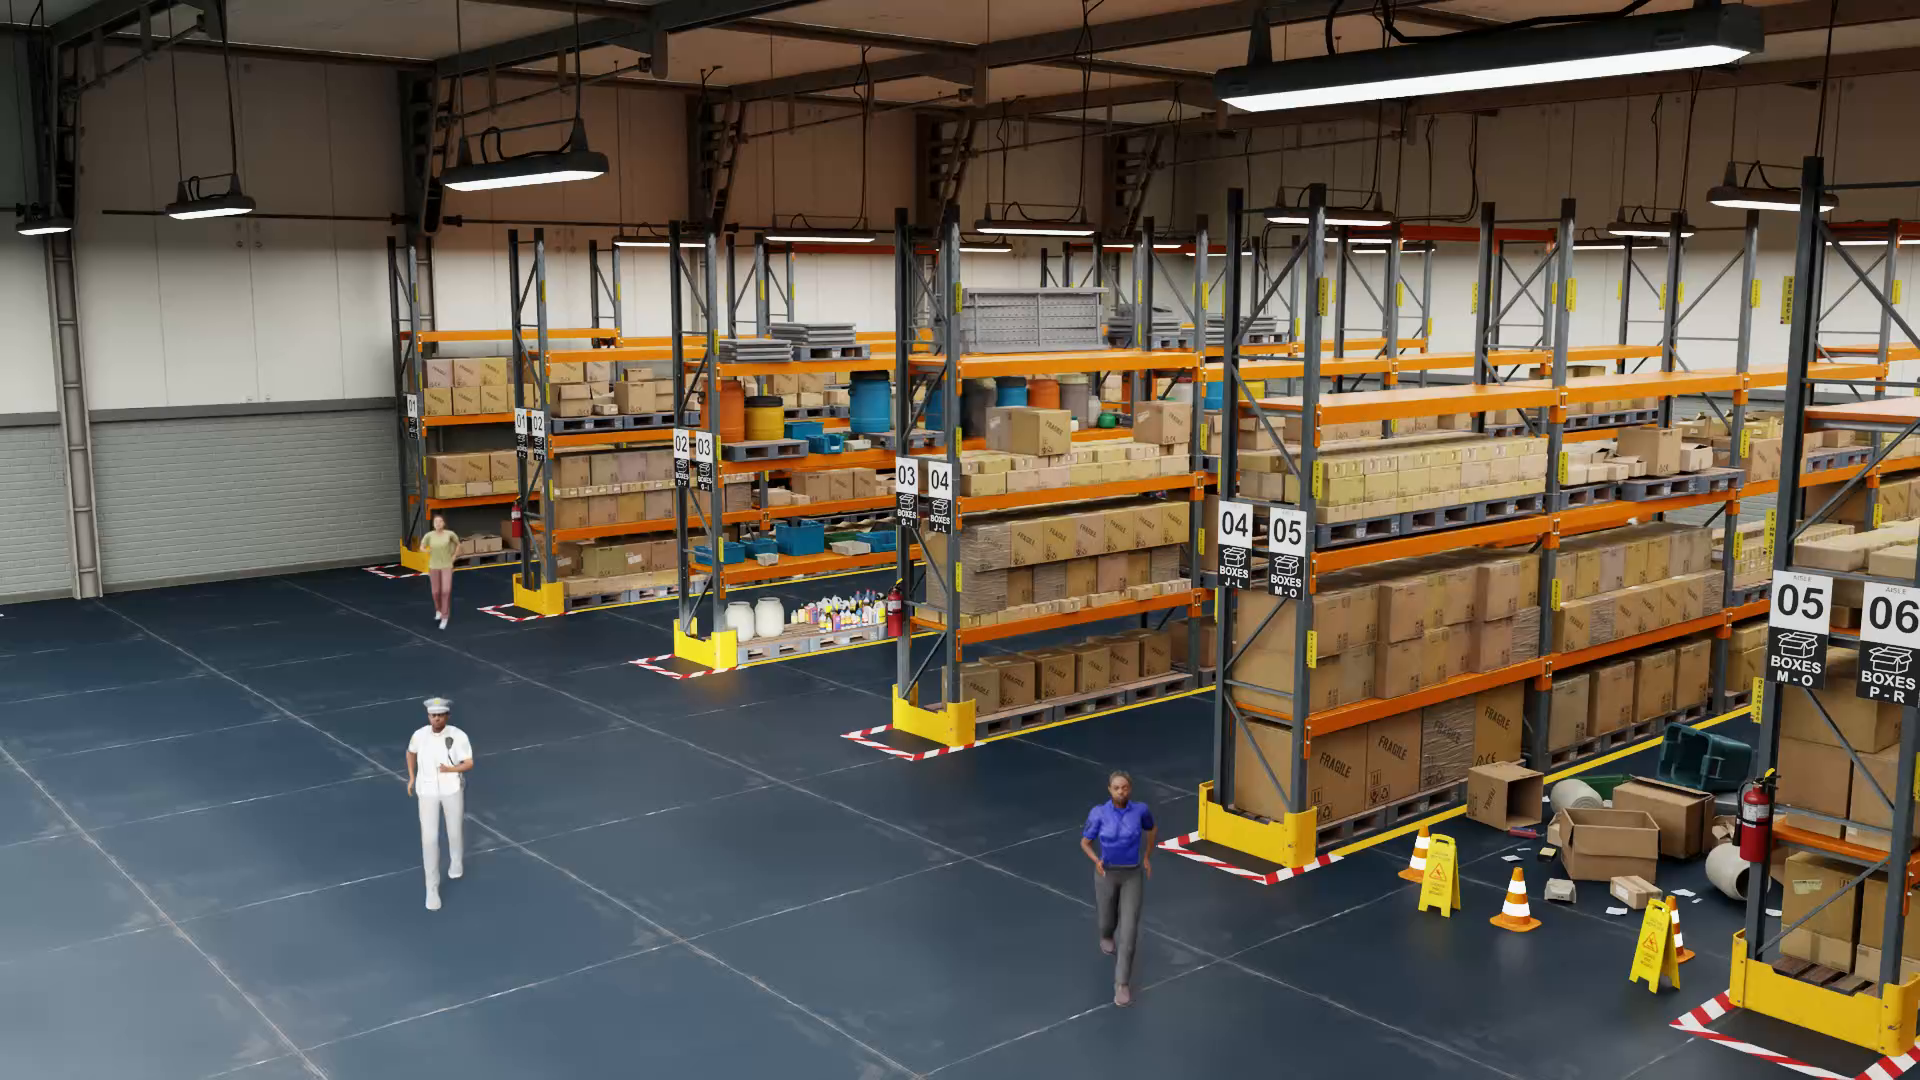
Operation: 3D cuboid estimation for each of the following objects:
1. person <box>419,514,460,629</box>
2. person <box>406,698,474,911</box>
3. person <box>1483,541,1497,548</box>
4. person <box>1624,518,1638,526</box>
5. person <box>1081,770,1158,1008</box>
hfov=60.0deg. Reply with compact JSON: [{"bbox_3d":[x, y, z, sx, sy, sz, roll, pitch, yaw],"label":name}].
[{"bbox_3d":[-7.915,0.451,25.299,0.580,1.703,0.839,-1,9,-7],"label":"person"},{"bbox_3d":[-4.403,2.165,14.110,0.563,1.727,0.851,-2,9,-14],"label":"person"},{"bbox_3d":[7.277,0.740,23.017,0.692,1.787,0.873,9,12,44],"label":"person"},{"bbox_3d":[10.231,0.469,25.469,0.608,1.623,0.549,7,11,37],"label":"person"},{"bbox_3d":[1.177,2.539,12.292,0.579,1.577,0.859,0,9,1],"label":"person"}]
